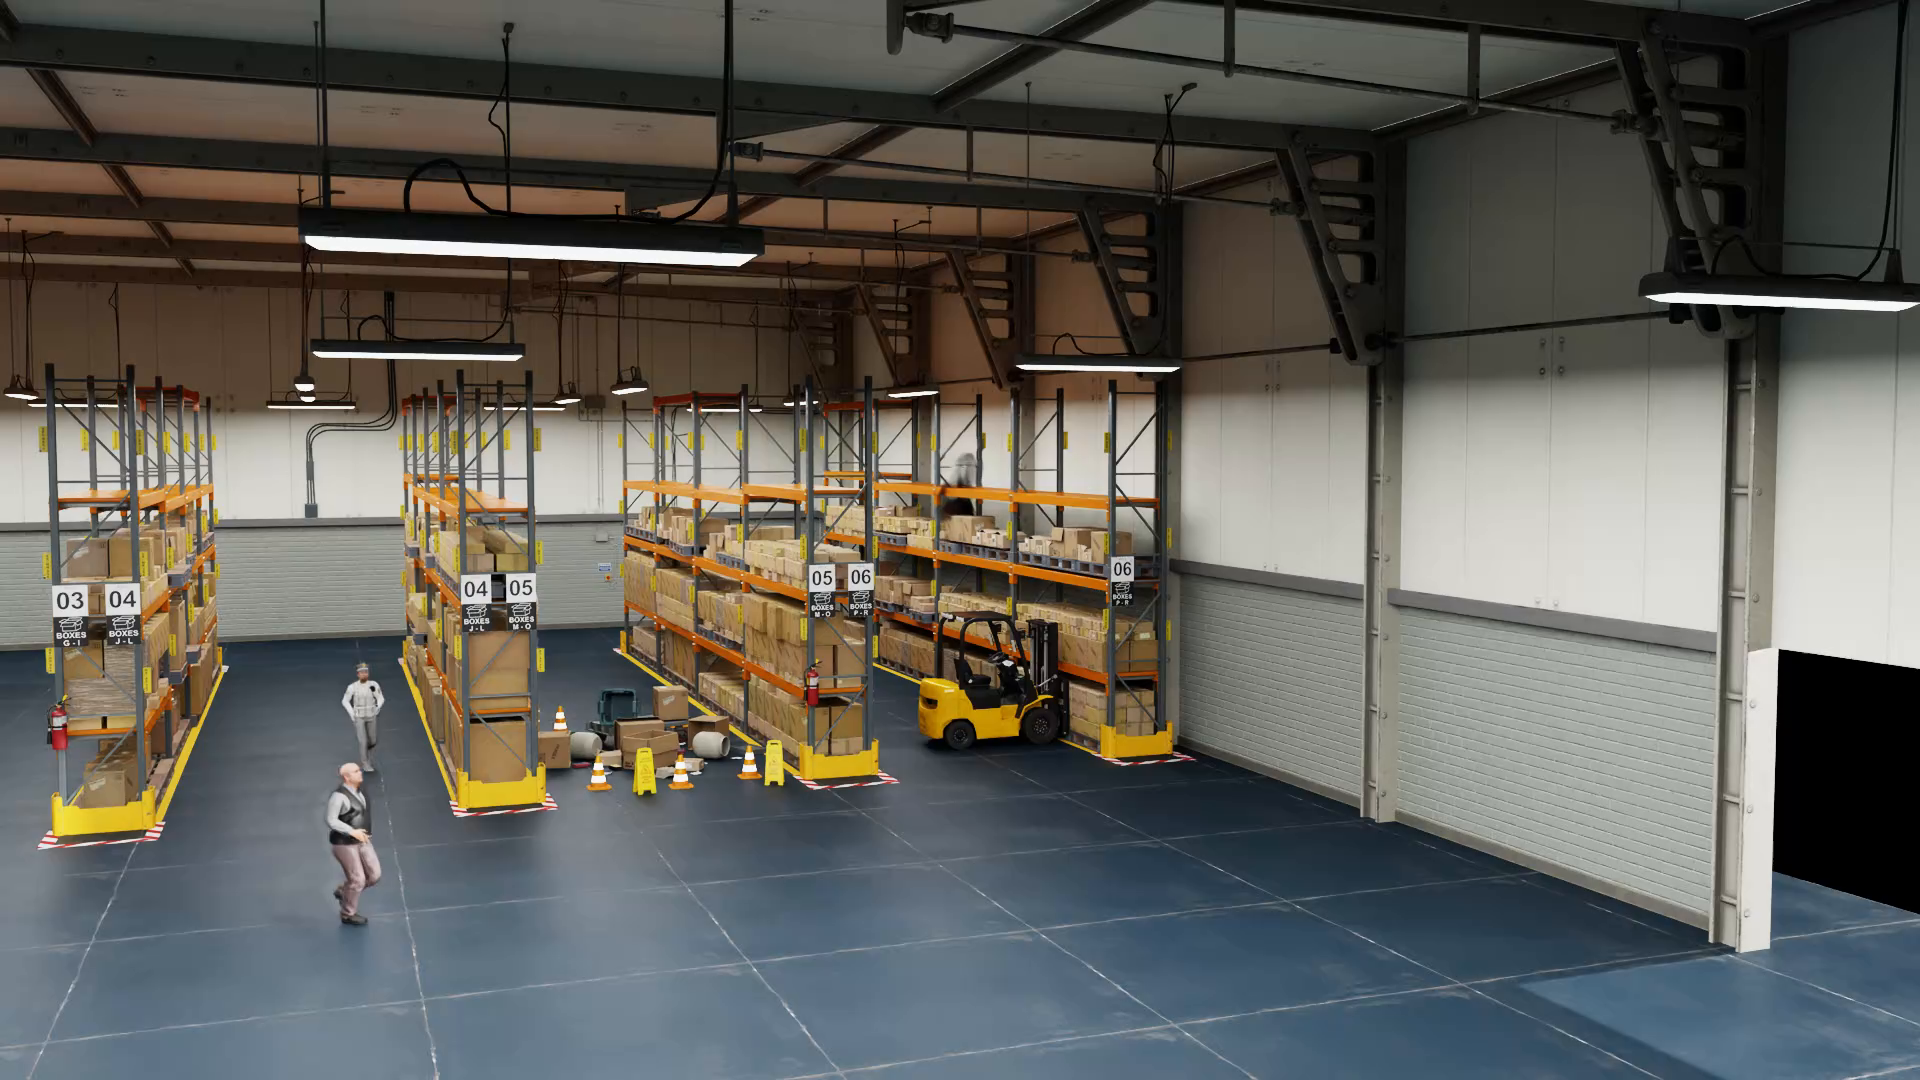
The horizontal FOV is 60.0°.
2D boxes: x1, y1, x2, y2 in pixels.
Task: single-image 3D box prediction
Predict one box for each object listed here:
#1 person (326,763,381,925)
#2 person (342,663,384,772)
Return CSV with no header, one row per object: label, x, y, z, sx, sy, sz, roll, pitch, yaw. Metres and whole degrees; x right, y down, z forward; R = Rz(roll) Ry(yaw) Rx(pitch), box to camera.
person,-6.313,3.149,17.263,0.579,1.684,0.665,1,3,14
person,-9.100,2.690,25.384,0.606,1.653,0.599,-2,4,-29
